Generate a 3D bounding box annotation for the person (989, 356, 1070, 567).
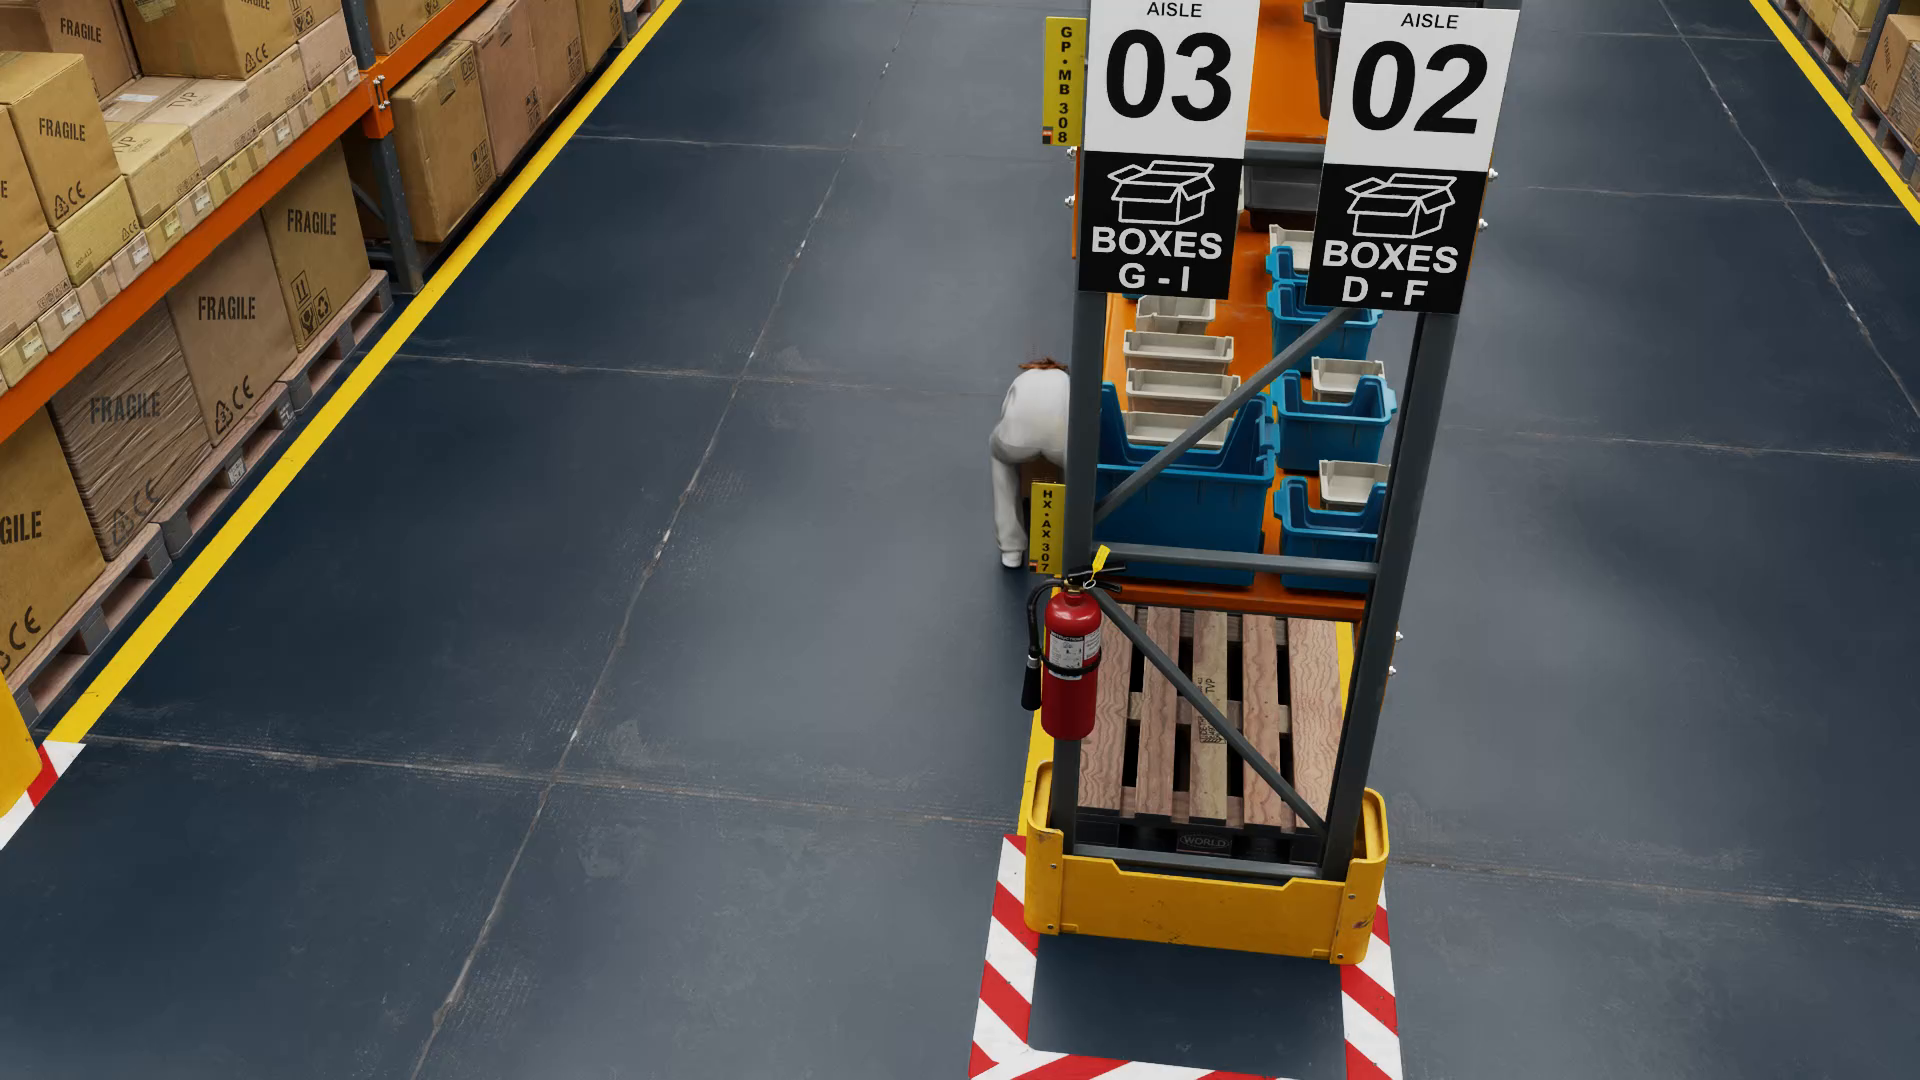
[{"bbox_3d":[0.363,-0.398,7.351,0.471,0.893,0.849,3,36,4],"label":"person"}]
